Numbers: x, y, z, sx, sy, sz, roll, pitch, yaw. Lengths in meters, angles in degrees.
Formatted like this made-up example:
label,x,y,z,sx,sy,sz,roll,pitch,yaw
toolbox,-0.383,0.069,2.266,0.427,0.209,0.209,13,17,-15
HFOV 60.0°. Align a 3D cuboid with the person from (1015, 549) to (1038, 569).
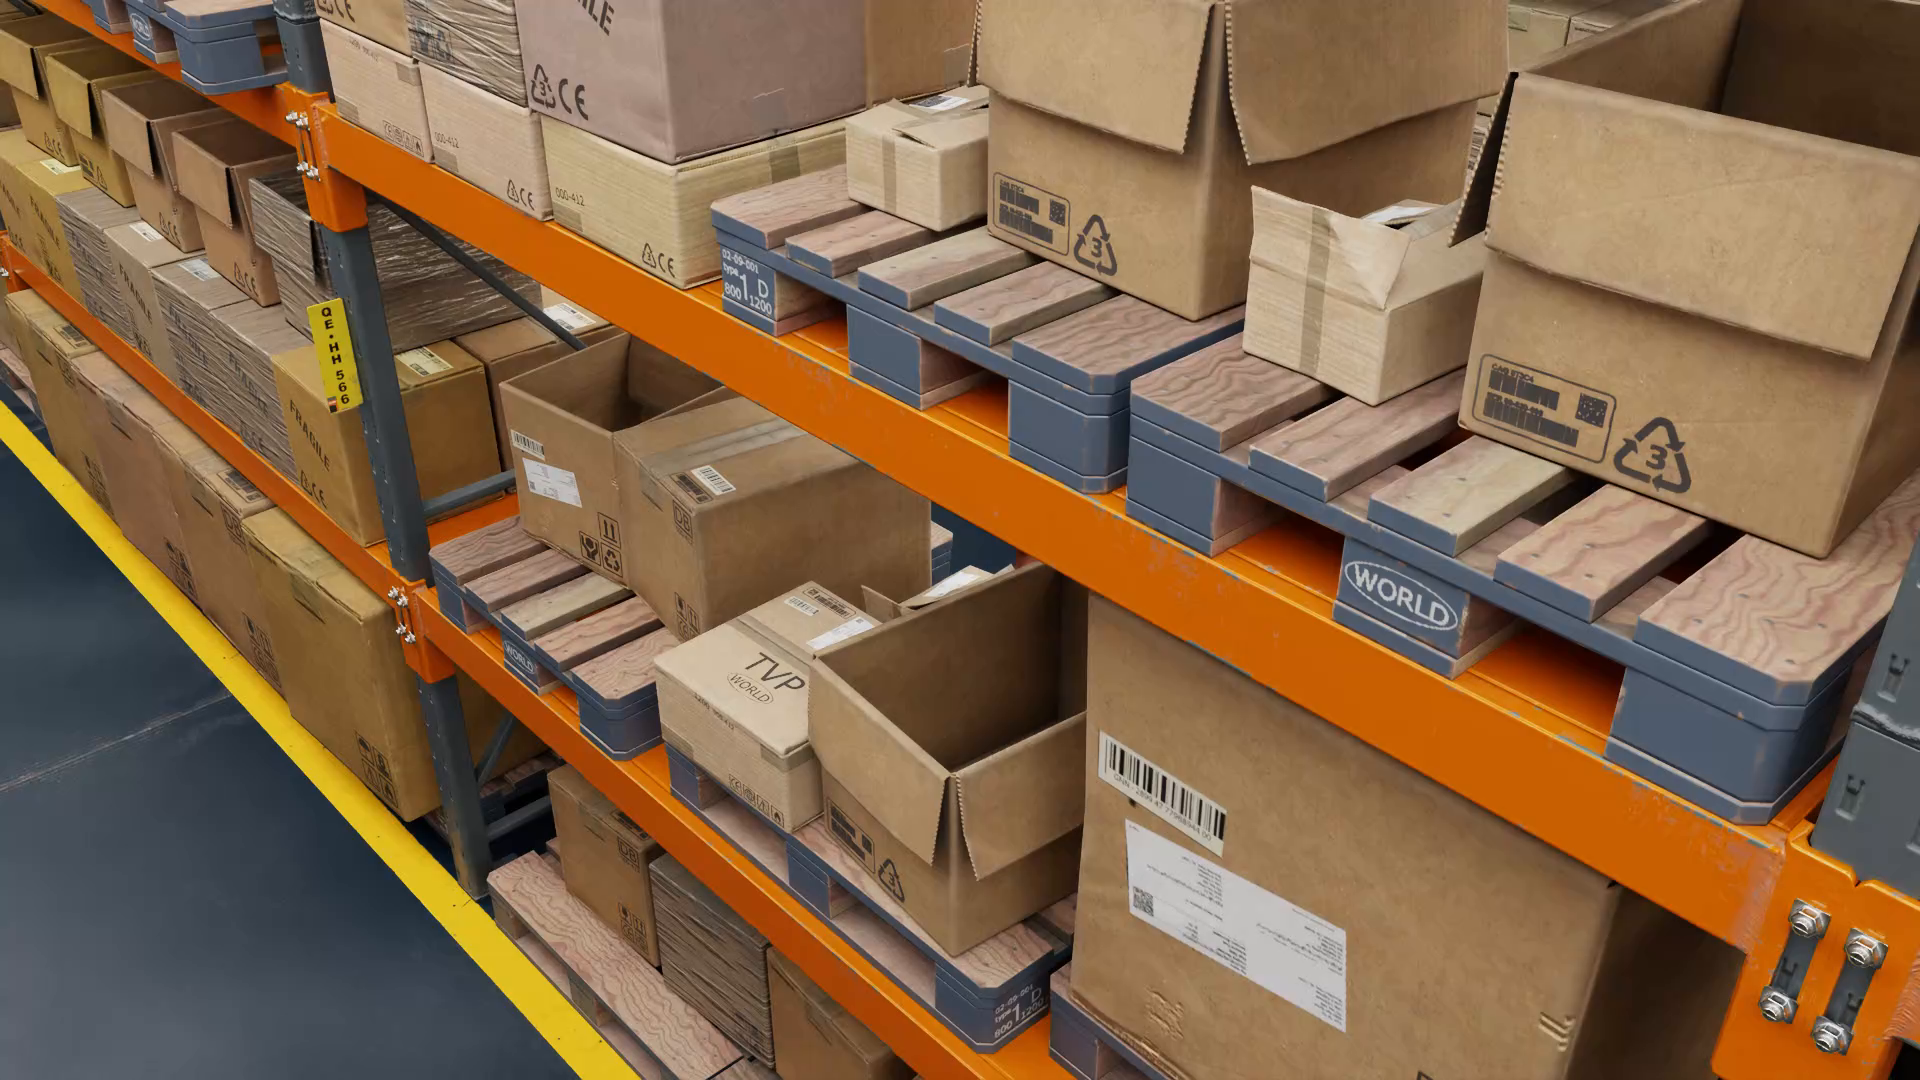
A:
label,x,y,z,sx,sy,sz,roll,pitch,yaw
person,0.429,0.215,5.770,0.452,1.778,0.614,27,40,36
